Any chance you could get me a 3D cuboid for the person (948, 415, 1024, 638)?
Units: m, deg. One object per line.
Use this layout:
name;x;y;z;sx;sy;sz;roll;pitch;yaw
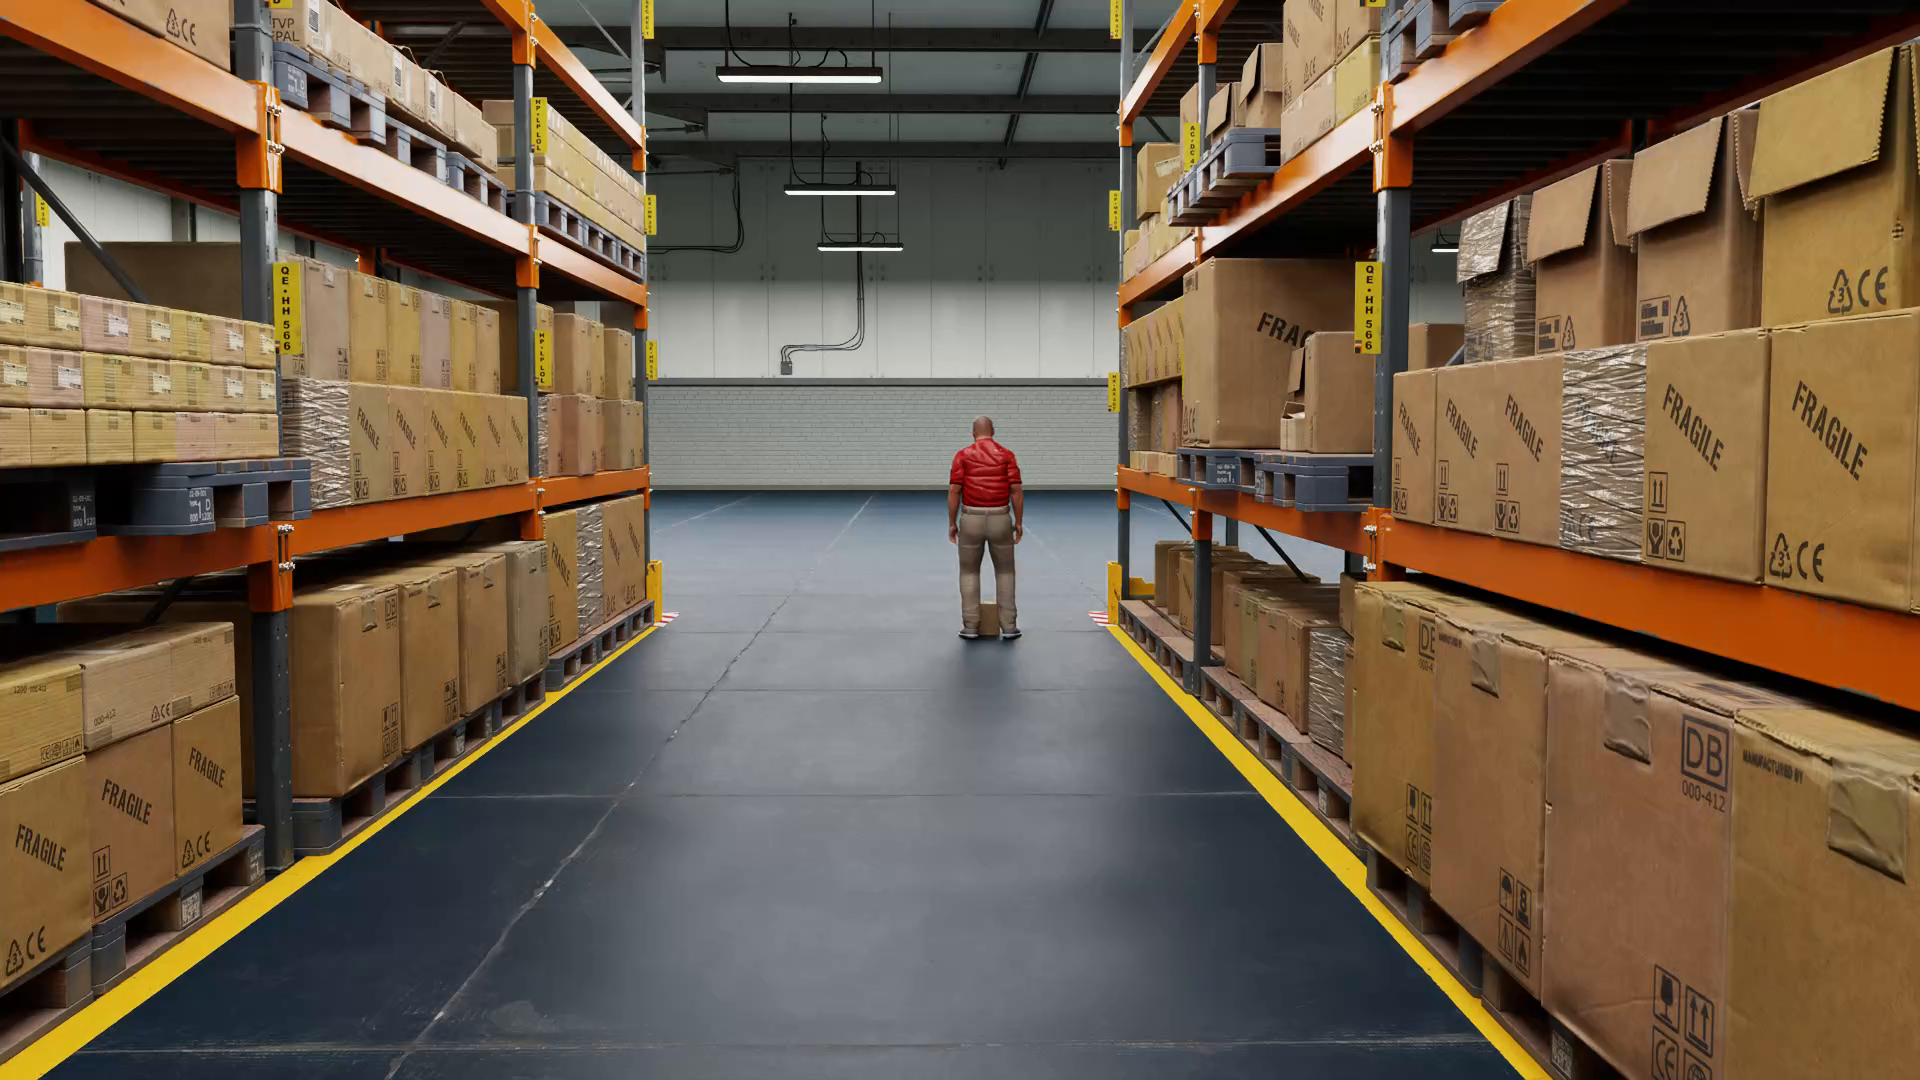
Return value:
person;0.201;-0.103;12.922;0.585;1.727;0.392;0;4;-1
